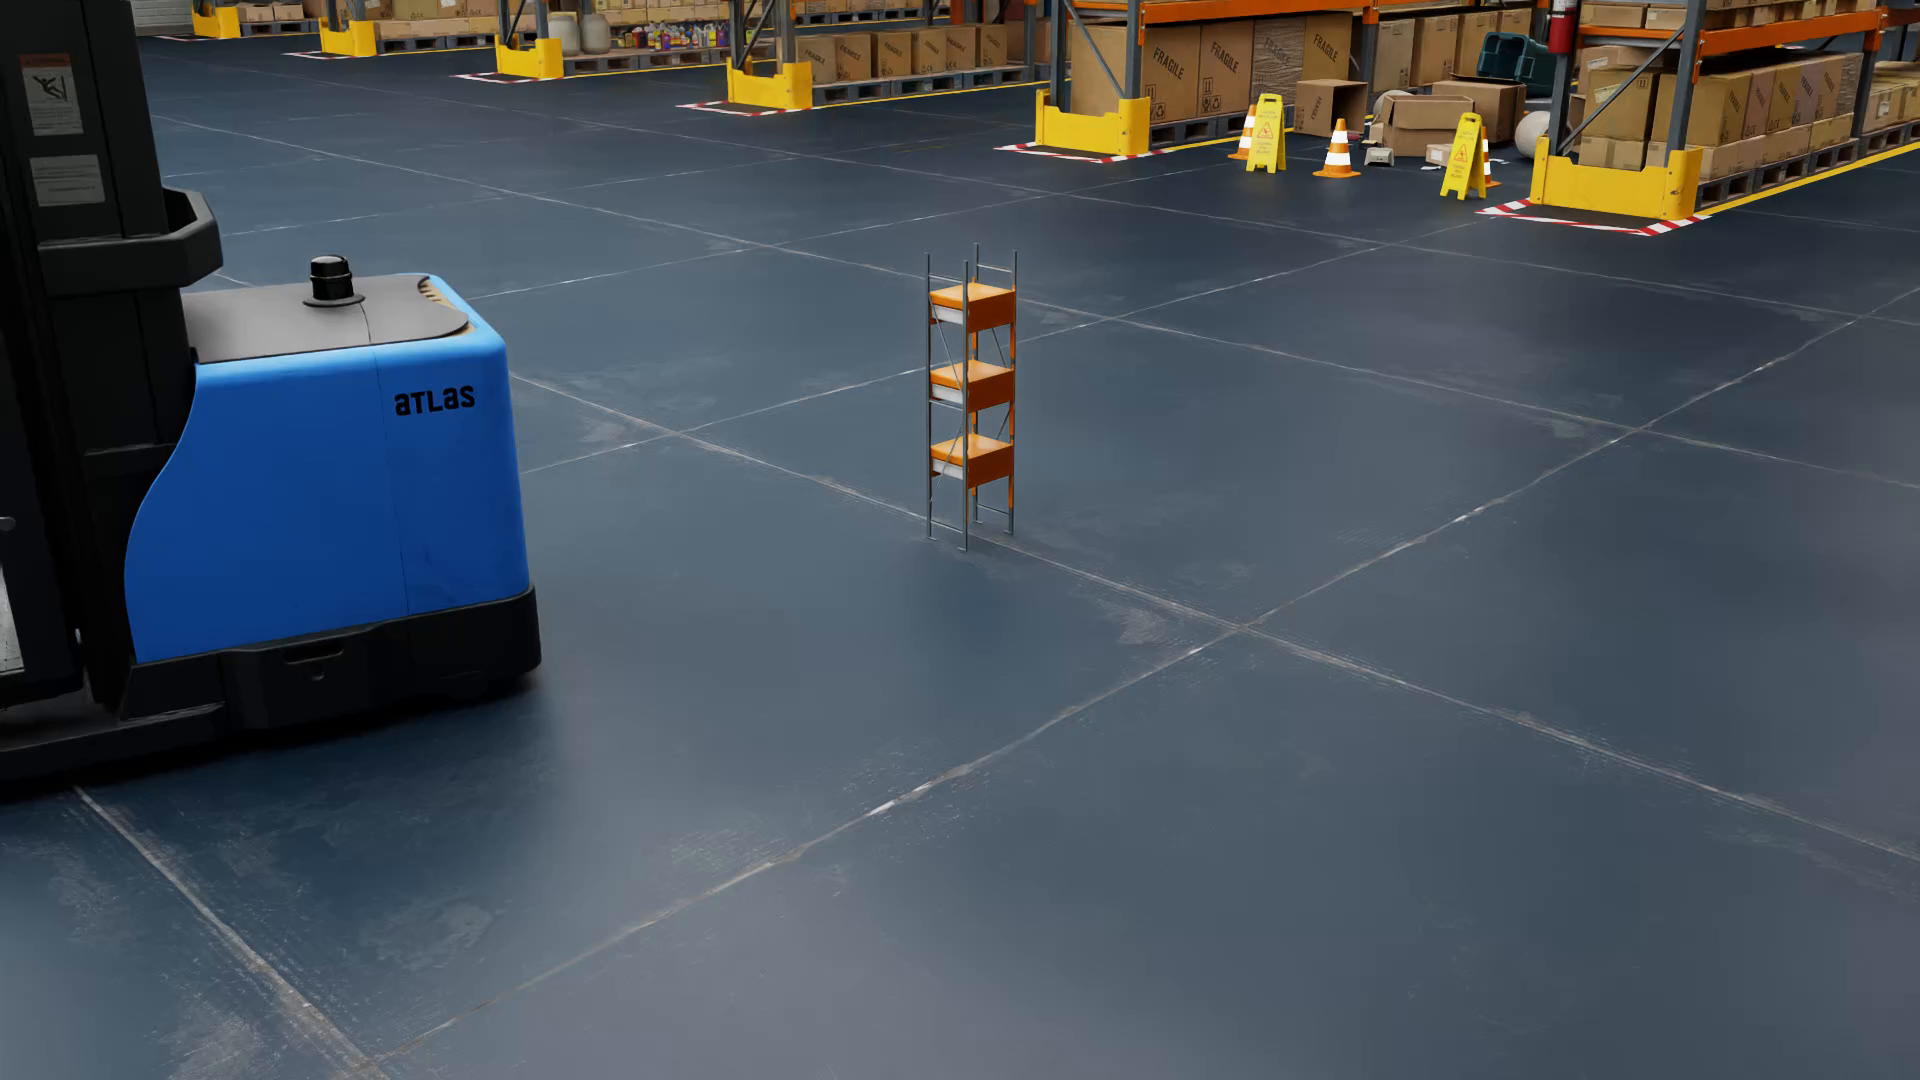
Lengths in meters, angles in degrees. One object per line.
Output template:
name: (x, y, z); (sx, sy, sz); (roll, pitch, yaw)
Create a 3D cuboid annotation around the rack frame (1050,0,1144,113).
rack frame: (1.253, -5.105, 15.174); (1.000, 3.000, 0.127); (19, 28, 41)

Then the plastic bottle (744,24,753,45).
plastic bottle: (-3.088, -7.371, 24.244); (0.133, 0.283, 0.061); (-18, 28, -39)

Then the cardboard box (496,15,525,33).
cardboard box: (-7.396, -8.361, 26.893); (0.500, 0.250, 0.500); (19, 28, 41)

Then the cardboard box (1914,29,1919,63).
cardboard box: (10.992, -5.309, 18.082); (0.875, 0.875, 0.875); (19, 28, 40)

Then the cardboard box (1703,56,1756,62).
cardboard box: (6.327, -3.825, 14.047); (0.500, 0.500, 0.500); (-18, 28, -39)

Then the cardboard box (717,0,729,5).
cardboard box: (-4.292, -9.751, 29.730); (0.500, 0.311, 0.500); (19, 28, 40)

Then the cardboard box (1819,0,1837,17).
cardboard box: (6.948, -4.382, 13.644); (0.380, 0.149, 0.250); (19, 28, 40)

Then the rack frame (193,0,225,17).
rack frame: (-12.877, -10.091, 28.148); (1.000, 3.000, 0.127); (19, 28, 41)

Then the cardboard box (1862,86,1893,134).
cardboard box: (8.024, -4.025, 15.442); (0.950, 0.372, 0.625); (20, 29, 41)

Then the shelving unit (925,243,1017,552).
shelving unit: (0.037, -0.504, 5.922); (0.215, 1.050, 0.252); (19, 28, 41)

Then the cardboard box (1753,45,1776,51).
cardboard box: (6.925, -4.384, 14.597); (0.250, 0.149, 0.380); (-20, 28, -41)

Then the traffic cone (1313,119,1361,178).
traffic cone: (3.213, -3.331, 14.097); (0.336, 0.463, 0.334); (19, 28, 41)

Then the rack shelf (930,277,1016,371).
rack shelf: (0.037, -0.759, 5.824); (0.215, 0.259, 0.240); (19, 28, 41)

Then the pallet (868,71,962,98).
pallet: (-0.734, -5.602, 20.355); (1.003, 0.211, 1.213); (19, 28, 41)

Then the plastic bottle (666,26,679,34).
plastic bottle: (-4.154, -7.282, 24.022); (0.152, 0.276, 0.135); (19, 28, 41)

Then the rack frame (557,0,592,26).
rack frame: (-6.535, -9.880, 27.600); (1.000, 3.000, 0.127); (19, 28, 41)

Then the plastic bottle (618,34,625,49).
plastic bottle: (-4.812, -7.093, 23.634); (0.097, 0.201, 0.097); (0, 21, 0)

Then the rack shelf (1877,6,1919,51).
rack shelf: (9.056, -5.098, 16.160); (1.077, 0.370, 4.000); (19, 28, 41)

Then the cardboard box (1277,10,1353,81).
cardboard box: (3.554, -5.193, 17.780); (0.875, 0.875, 0.875); (-20, 28, -41)

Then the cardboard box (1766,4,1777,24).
cardboard box: (6.031, -4.055, 12.793); (0.250, 0.149, 0.380); (-19, 28, -41)

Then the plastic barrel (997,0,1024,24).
plastic barrel: (0.919, -9.159, 28.498); (0.600, 0.588, 0.708); (19, 28, 41)

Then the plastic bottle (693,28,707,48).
plastic bottle: (-3.707, -7.163, 23.713); (0.135, 0.276, 0.152); (-20, 28, -41)

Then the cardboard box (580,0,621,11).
cardboard box: (-6.068, -9.099, 28.031); (0.500, 0.311, 0.500); (19, 28, 41)

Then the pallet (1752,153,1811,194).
pallet: (6.366, -3.122, 13.902); (1.003, 0.211, 1.213); (19, 28, 41)

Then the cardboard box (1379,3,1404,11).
cardboard box: (6.659, -8.810, 27.192); (0.875, 0.875, 0.875); (19, 28, 41)

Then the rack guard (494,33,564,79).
rack guard: (-5.760, -6.476, 22.227); (1.175, 0.500, 0.348); (19, 28, 41)

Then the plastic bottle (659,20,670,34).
plastic bottle: (-4.277, -7.347, 24.088); (0.144, 0.351, 0.185); (19, 28, 40)

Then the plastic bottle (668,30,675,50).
plastic bottle: (-4.052, -7.020, 23.346); (0.097, 0.271, 0.097); (0, 21, 0)

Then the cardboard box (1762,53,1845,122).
cardboard box: (7.086, -3.832, 14.065); (0.500, 0.500, 0.500); (-20, 28, -41)

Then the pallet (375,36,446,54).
pallet: (-8.822, -7.758, 25.964); (1.003, 0.211, 1.213); (19, 28, 41)

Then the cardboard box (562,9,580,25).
cardboard box: (-6.454, -8.972, 28.484); (0.500, 0.250, 0.500); (19, 28, 40)

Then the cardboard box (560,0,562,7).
cardboard box: (-8.204, -10.885, 33.083); (0.700, 0.500, 0.500); (19, 28, 41)

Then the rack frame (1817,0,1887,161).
rack frame: (7.660, -4.920, 14.694); (1.000, 3.000, 0.127); (19, 28, 41)

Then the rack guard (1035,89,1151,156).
rack guard: (1.236, -3.932, 15.607); (1.175, 0.500, 0.348); (19, 28, 41)

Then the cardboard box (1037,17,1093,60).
cardboard box: (1.350, -6.709, 22.220); (0.700, 0.500, 0.500); (19, 28, 40)

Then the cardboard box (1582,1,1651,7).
cardboard box: (5.051, -4.286, 12.490); (0.500, 0.500, 0.500); (19, 28, 40)

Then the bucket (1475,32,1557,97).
bucket: (5.600, -4.702, 16.572); (0.620, 0.611, 0.726); (1, 19, -28)

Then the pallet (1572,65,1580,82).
pallet: (7.380, -6.060, 21.546); (1.003, 0.211, 1.213); (19, 28, 41)

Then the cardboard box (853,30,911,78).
cardboard box: (-0.940, -5.876, 20.080); (0.500, 0.500, 0.500); (-17, 27, -37)

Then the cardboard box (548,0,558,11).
cardboard box: (-7.083, -9.102, 27.777); (0.500, 0.500, 0.500); (19, 28, 41)

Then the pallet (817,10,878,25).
pallet: (-2.346, -10.102, 32.062); (1.003, 0.211, 1.213); (19, 28, 41)

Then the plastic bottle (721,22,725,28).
plastic bottle: (-3.525, -7.599, 24.855); (0.097, 0.271, 0.097); (0, 21, 0)

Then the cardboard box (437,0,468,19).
cardboard box: (-8.105, -8.458, 26.100); (0.500, 0.500, 0.500); (19, 28, 41)

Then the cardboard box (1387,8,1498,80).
cardboard box: (5.737, -5.947, 19.917); (0.750, 0.750, 1.050); (-20, 28, -41)

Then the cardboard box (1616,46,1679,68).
cardboard box: (5.450, -3.839, 13.180); (0.250, 0.149, 0.380); (-19, 28, -40)

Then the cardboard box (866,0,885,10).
cardboard box: (-1.794, -10.523, 32.143); (0.500, 0.500, 0.500); (20, 29, 41)

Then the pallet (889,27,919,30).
pallet: (-0.767, -8.177, 27.054); (1.003, 0.211, 1.213); (19, 28, 41)

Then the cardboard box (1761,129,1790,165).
cardboard box: (6.364, -3.215, 13.506); (0.500, 0.250, 0.500); (-18, 27, -39)

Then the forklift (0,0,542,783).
forklift: (-2.793, -0.841, 4.178); (3.031, 2.935, 1.130); (-10, 23, -25)

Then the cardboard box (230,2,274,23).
cardboard box: (-12.330, -9.197, 28.955); (0.500, 0.311, 0.500); (15, 26, 35)

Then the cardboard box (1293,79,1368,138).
cardboard box: (3.696, -4.311, 16.591); (0.500, 0.500, 0.500); (-14, 25, -33)

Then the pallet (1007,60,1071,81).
pallet: (1.102, -6.299, 22.169); (1.003, 0.211, 1.213); (19, 28, 41)

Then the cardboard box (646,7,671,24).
cardboard box: (-5.359, -9.100, 28.815); (0.500, 0.250, 0.500); (18, 28, 39)
